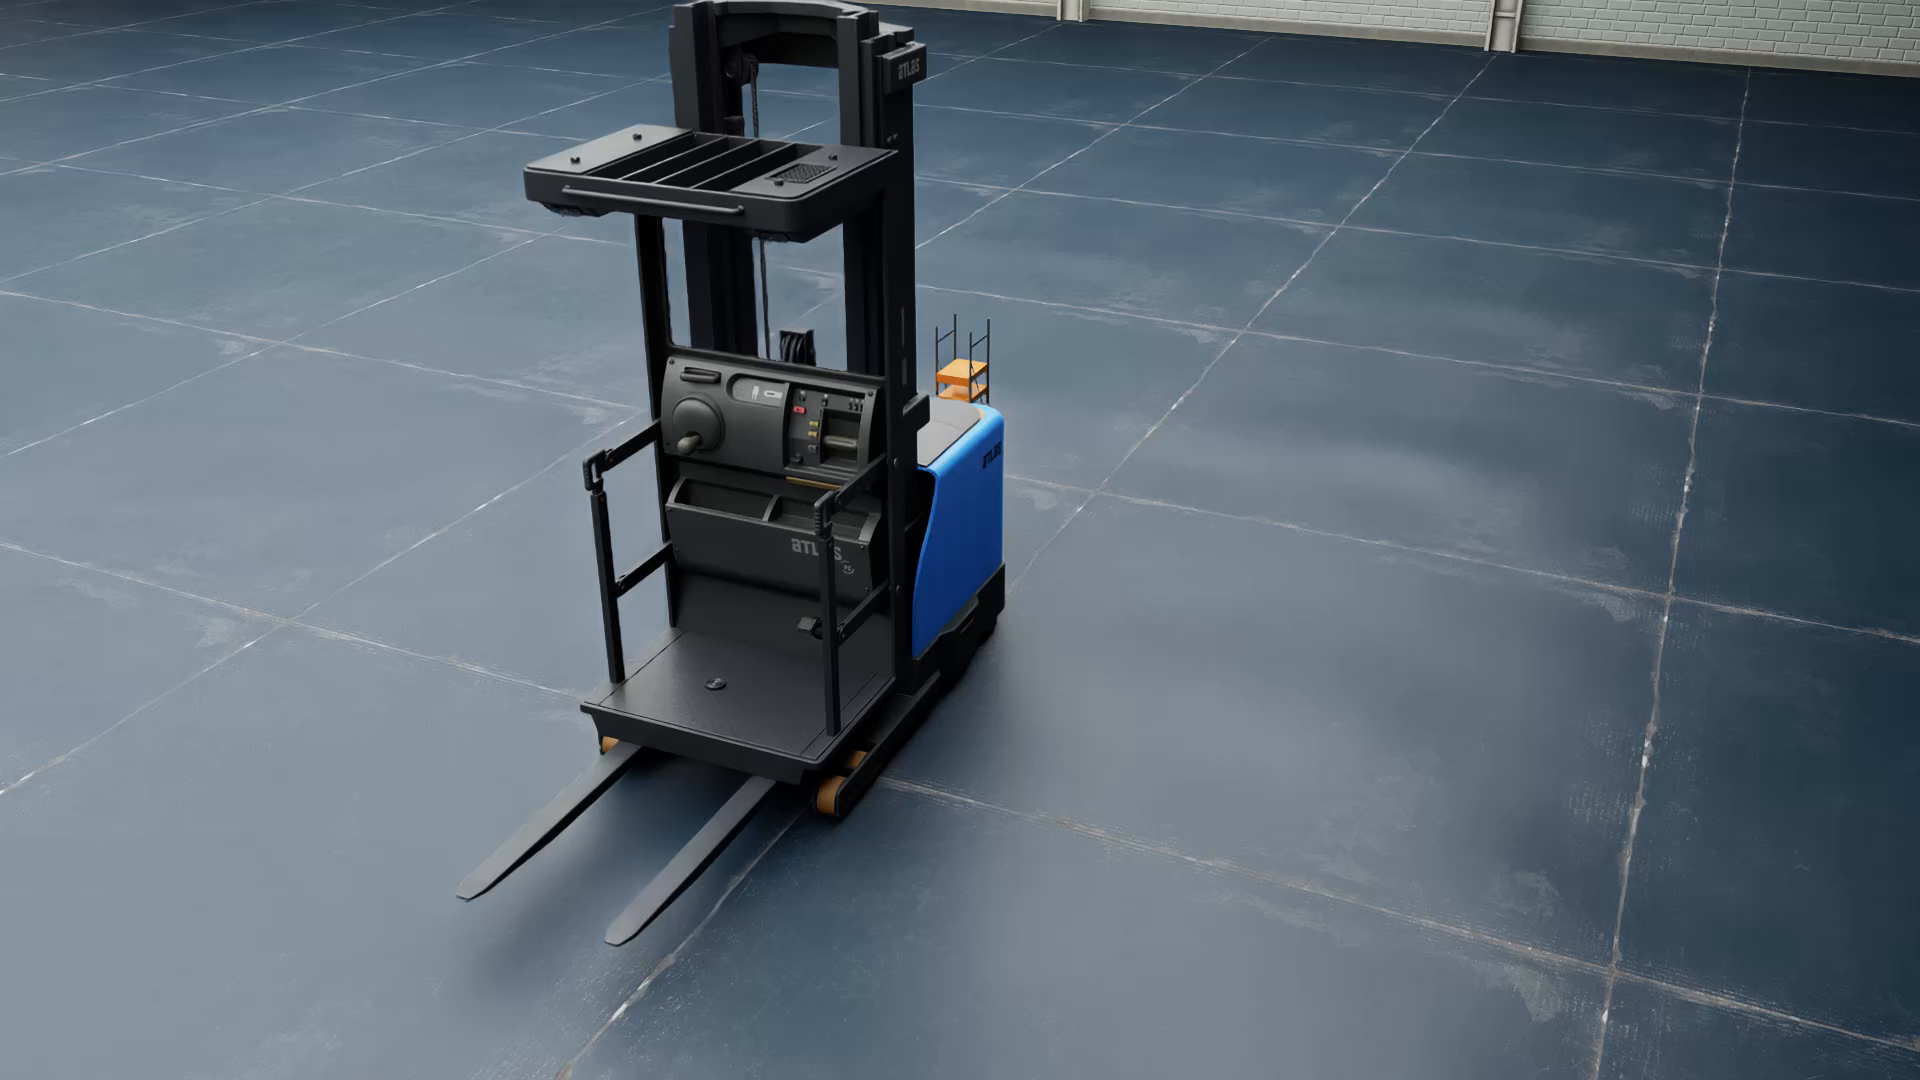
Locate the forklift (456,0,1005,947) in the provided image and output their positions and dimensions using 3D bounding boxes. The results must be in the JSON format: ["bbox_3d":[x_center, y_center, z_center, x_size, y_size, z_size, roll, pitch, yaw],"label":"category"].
[{"bbox_3d":[-0.837,-0.442,6.329,1.130,2.935,3.031,11,28,21],"label":"forklift"}]

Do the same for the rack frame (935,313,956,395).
[{"bbox_3d":[-0.070,-0.552,8.514,0.006,1.200,0.240,11,28,22],"label":"rack frame"}]

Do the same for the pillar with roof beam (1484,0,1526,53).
[{"bbox_3d":[5.317,-8.735,16.305,0.400,9.000,9.100,11,28,22],"label":"pillar with roof beam"}]

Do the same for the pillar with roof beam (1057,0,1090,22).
[{"bbox_3d":[-0.144,-9.832,18.533,0.400,9.000,9.100,11,28,22],"label":"pillar with roof beam"}]

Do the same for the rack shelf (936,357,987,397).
[{"bbox_3d":[0.013,-0.819,8.340,0.180,0.103,0.258,11,28,22],"label":"rack shelf"}]

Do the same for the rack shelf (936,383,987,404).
[{"bbox_3d":[0.013,-0.711,8.393,0.180,0.103,0.258,11,28,22],"label":"rack shelf"}]

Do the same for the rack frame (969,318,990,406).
[{"bbox_3d":[0.096,-0.519,8.446,0.006,1.200,0.240,11,28,22],"label":"rack frame"}]

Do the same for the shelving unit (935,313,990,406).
[{"bbox_3d":[0.013,-0.536,8.480,0.189,1.200,0.258,11,28,22],"label":"shelving unit"}]
